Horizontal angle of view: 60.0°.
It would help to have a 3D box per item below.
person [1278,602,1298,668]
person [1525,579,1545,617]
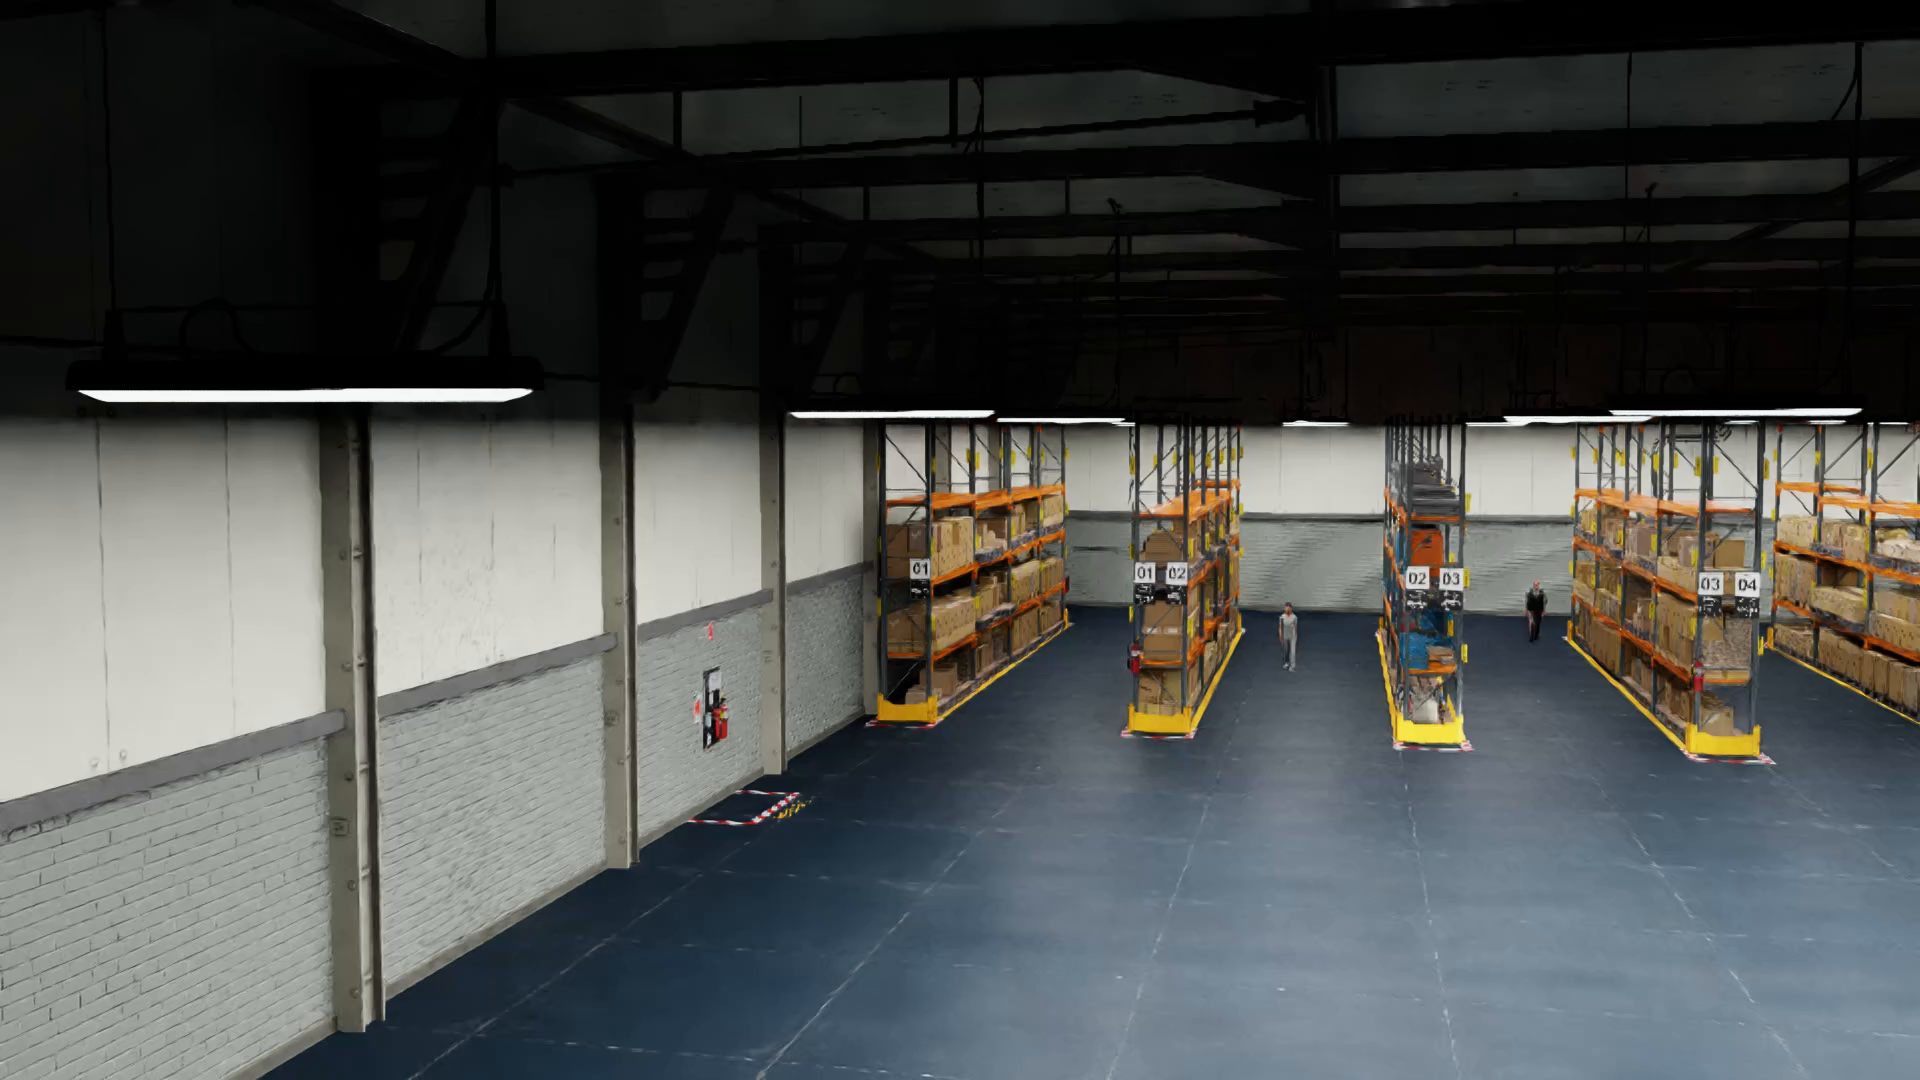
[{"bbox_3d":[7.746,2.231,39.268,0.443,1.536,0.965,1,4,15],"label":"person"},{"bbox_3d":[15.422,1.564,44.525,0.516,1.018,0.375,1,4,13],"label":"person"}]
